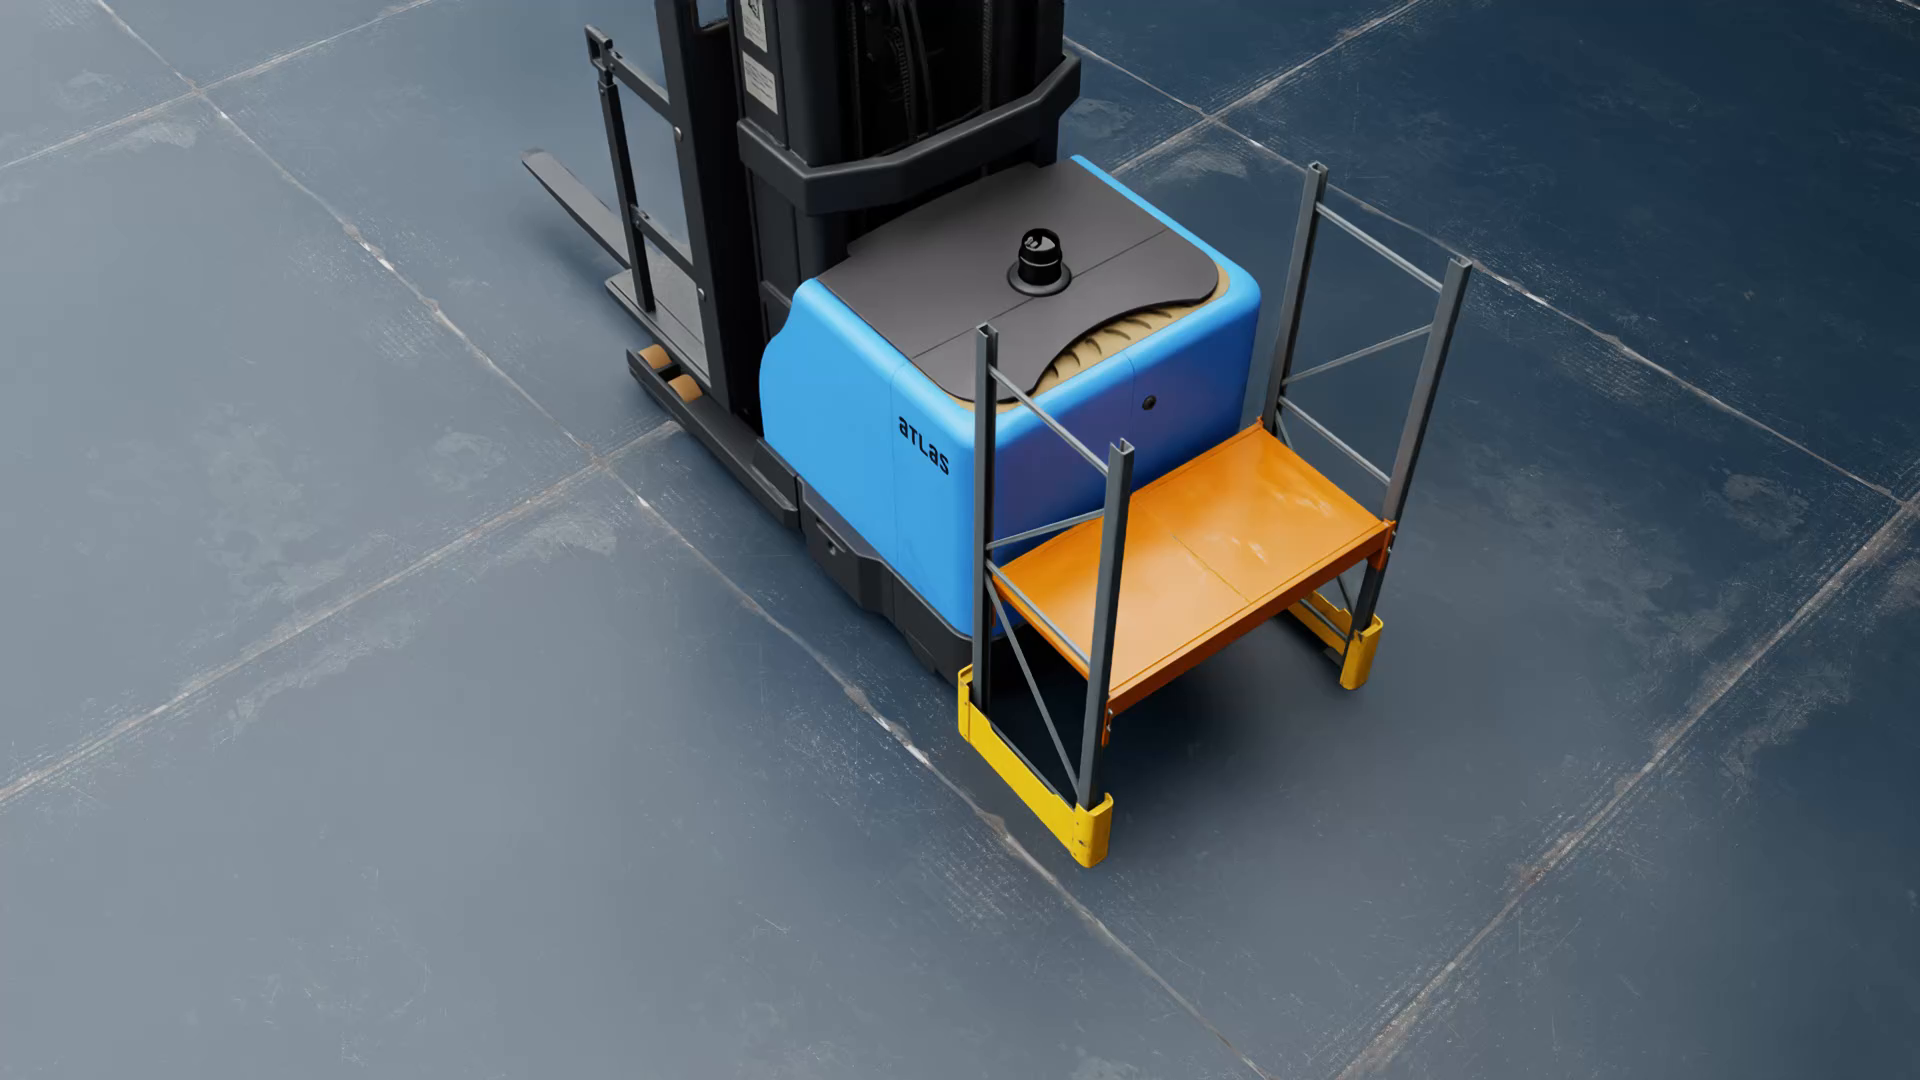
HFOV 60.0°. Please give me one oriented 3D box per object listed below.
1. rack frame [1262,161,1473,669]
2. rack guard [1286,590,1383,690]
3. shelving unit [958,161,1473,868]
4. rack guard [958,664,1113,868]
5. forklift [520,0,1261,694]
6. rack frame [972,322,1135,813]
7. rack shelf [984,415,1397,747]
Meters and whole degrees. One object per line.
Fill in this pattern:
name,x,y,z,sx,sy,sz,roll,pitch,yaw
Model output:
rack frame,1.009,-0.264,4.473,0.032,1.500,0.500,-29,54,-24
rack guard,0.993,0.168,4.925,0.087,0.250,0.587,-29,54,-24
shelving unit,0.594,-0.036,4.263,1.083,1.500,0.587,-29,54,-24
rack guard,0.195,0.606,4.520,0.087,0.250,0.587,-29,54,-24
forklift,-0.476,-1.586,4.719,1.130,2.935,3.031,-30,54,-25
rack frame,0.195,0.183,4.060,0.032,1.500,0.500,-29,54,-24
rack shelf,0.602,0.082,4.399,1.000,0.185,0.538,-29,54,-24
